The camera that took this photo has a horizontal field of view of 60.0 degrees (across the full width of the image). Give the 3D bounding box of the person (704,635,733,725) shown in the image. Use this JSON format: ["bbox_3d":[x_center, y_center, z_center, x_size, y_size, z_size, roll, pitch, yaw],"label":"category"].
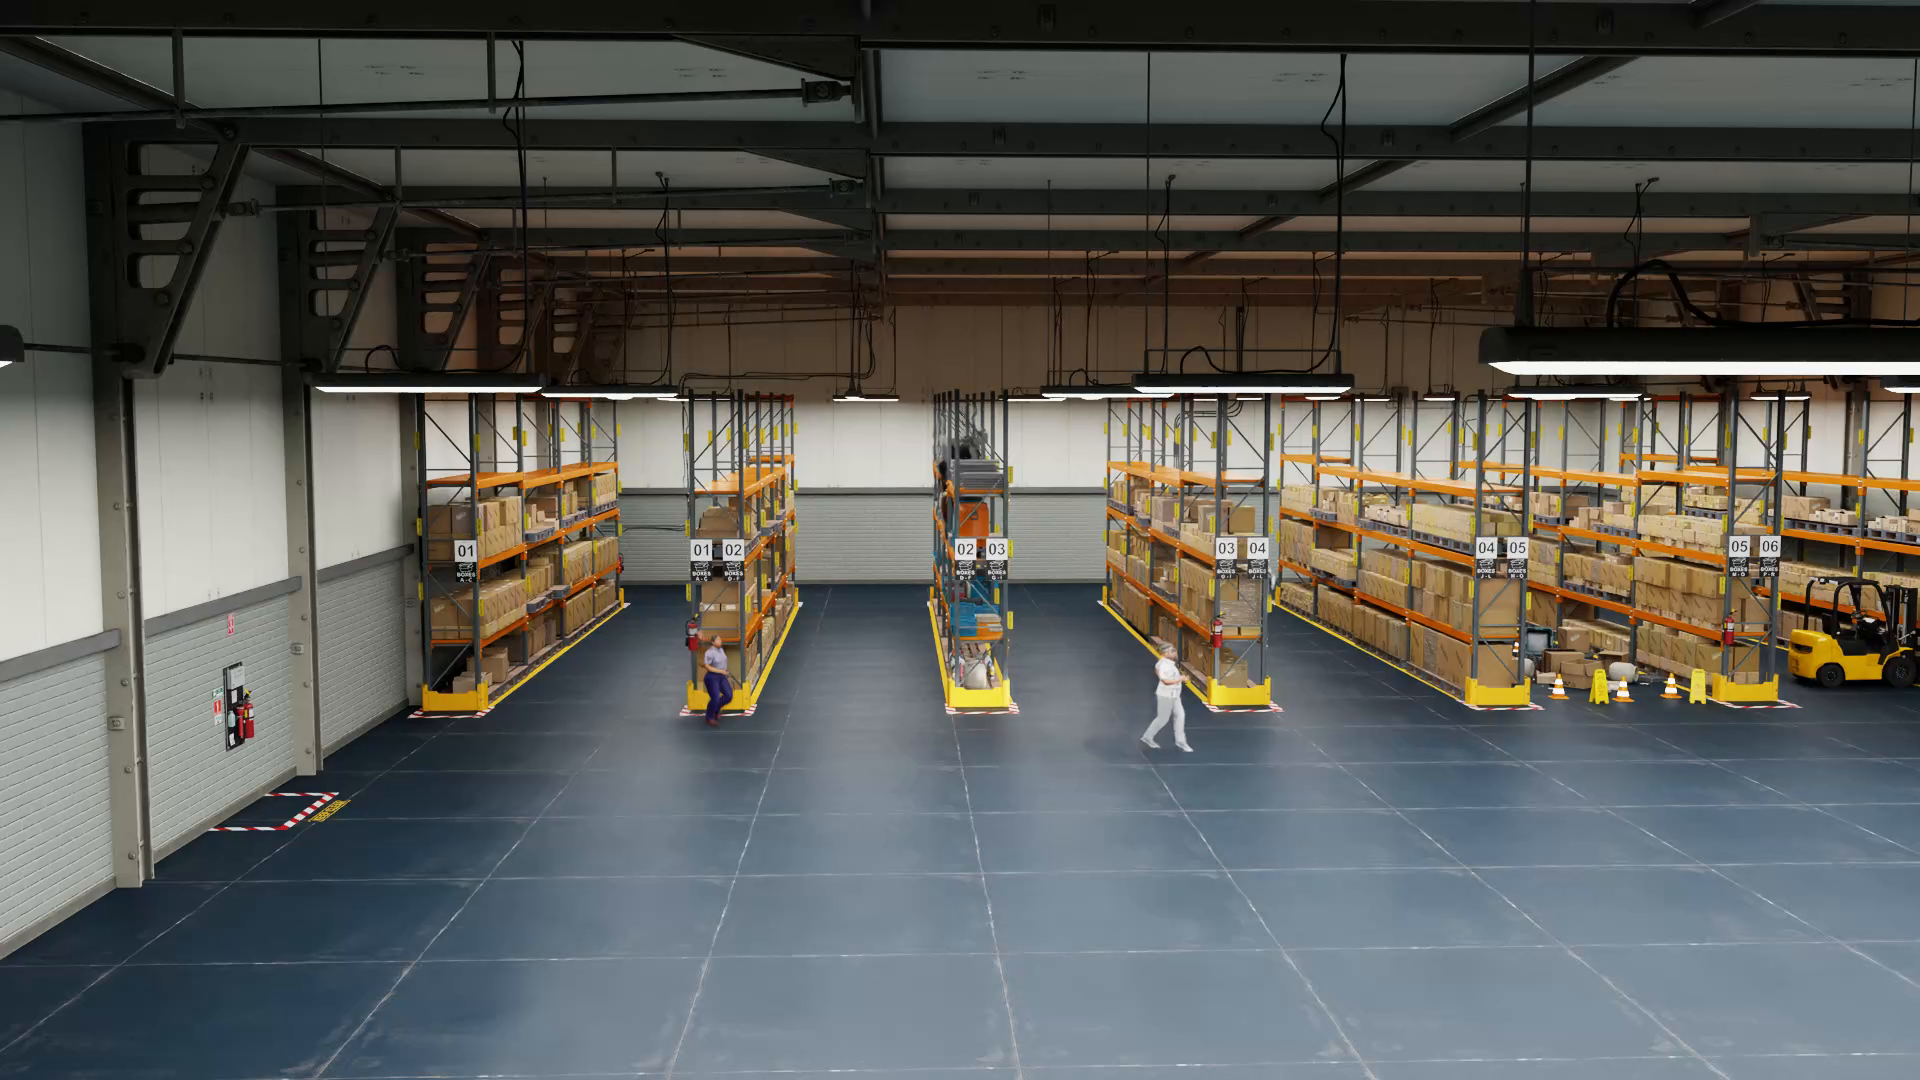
[{"bbox_3d":[-4.303,2.496,29.746,0.579,1.623,0.651,3,5,29],"label":"person"}]

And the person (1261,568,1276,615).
[{"bbox_3d":[8.093,1.289,44.262,0.652,1.655,0.560,0,5,2],"label":"person"}]

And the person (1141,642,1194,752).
[{"bbox_3d":[3.422,2.591,27.426,0.849,1.831,0.648,2,5,20],"label":"person"}]
